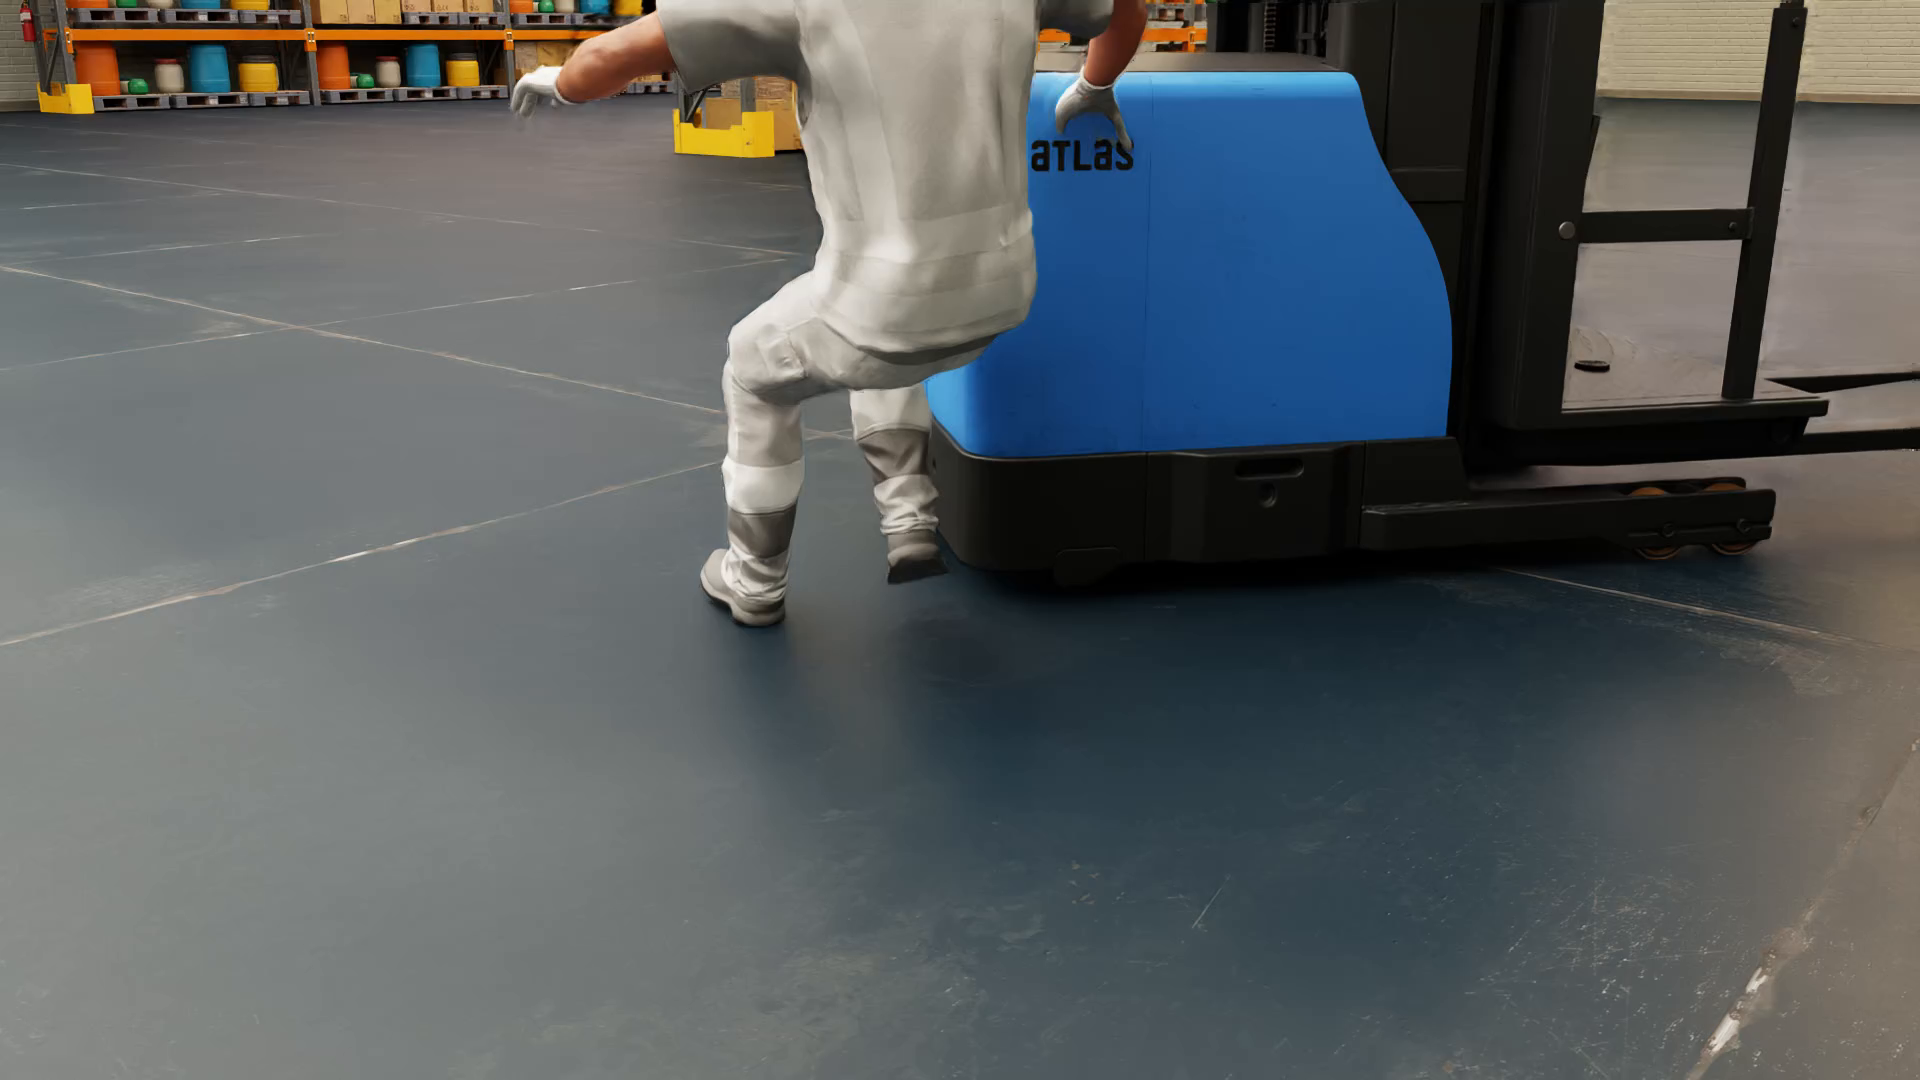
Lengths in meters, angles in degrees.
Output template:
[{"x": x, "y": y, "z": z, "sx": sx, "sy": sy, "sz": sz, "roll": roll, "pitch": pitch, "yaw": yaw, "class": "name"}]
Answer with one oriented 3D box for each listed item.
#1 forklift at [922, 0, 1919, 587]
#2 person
[{"x": 1.393, "y": -1.502, "z": 3.843, "sx": 3.031, "sy": 2.935, "sz": 1.130, "roll": -4, "pitch": 17, "yaw": -11, "class": "forklift"}, {"x": -0.193, "y": -0.556, "z": 3.108, "sx": 1.133, "sy": 1.564, "sz": 0.860, "roll": -10, "pitch": 20, "yaw": -31, "class": "person"}]
